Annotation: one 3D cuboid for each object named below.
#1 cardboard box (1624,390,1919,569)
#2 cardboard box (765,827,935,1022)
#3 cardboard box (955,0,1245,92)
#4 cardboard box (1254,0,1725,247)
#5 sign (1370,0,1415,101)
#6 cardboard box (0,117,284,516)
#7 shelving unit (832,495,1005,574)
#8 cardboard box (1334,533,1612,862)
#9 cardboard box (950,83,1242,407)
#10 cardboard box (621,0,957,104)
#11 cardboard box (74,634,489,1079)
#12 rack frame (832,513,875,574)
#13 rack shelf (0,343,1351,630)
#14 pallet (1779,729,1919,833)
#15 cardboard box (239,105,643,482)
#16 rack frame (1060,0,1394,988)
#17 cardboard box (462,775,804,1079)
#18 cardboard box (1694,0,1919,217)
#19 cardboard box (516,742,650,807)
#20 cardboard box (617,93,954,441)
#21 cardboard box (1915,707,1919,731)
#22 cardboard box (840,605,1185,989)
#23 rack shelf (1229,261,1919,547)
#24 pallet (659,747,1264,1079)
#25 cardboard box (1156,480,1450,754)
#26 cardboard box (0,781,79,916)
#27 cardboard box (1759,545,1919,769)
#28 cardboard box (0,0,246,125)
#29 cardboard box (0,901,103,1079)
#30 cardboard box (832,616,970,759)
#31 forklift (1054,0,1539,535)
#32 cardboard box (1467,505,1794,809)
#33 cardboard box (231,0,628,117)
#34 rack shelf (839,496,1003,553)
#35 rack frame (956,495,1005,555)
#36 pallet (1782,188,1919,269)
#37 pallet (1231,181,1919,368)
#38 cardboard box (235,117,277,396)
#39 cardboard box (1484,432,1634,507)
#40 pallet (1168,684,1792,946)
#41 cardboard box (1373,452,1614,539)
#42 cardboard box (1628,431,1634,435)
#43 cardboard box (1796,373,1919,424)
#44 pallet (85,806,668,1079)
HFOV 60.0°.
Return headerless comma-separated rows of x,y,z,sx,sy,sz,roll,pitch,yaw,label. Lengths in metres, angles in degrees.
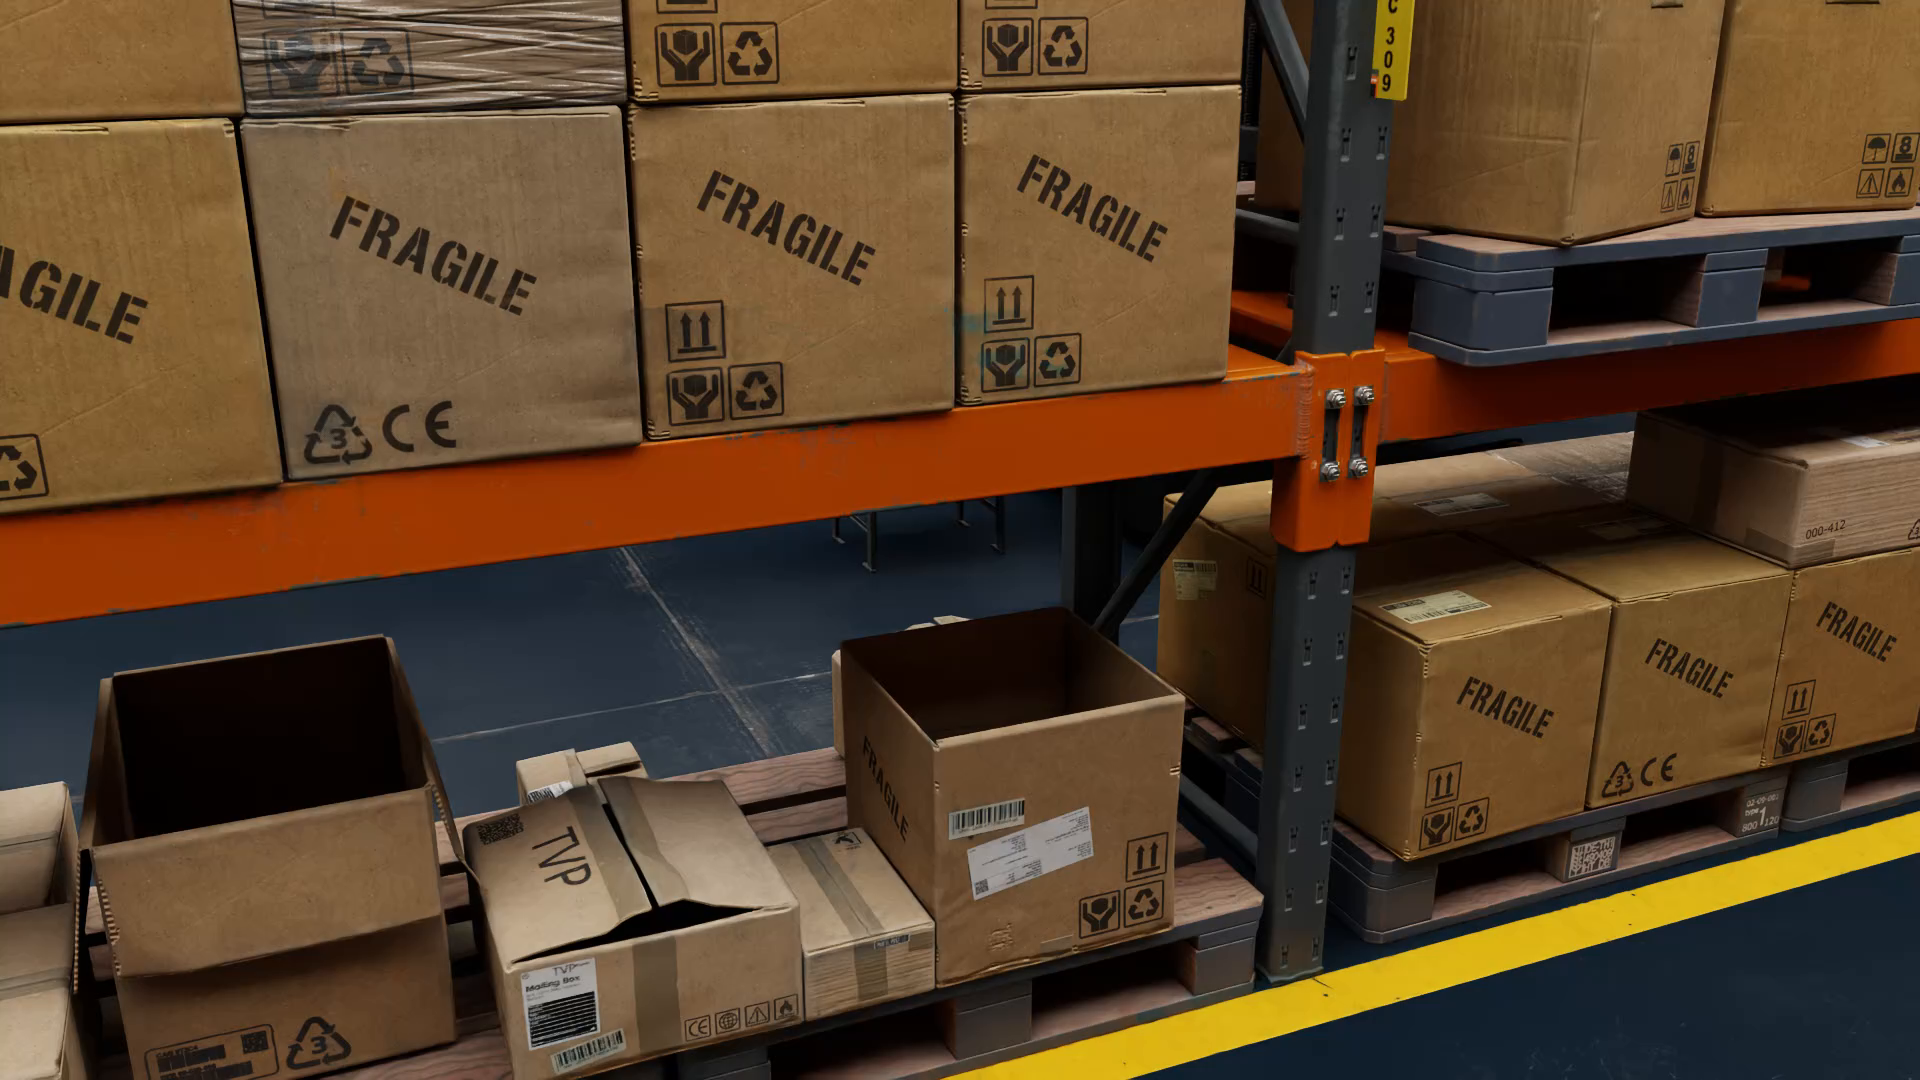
1.958,-0.159,3.929,0.500,0.250,0.500,-8,21,-22,cardboard box
-0.232,0.710,3.118,0.250,0.149,0.380,-8,21,-22,cardboard box
0.137,-1.029,2.773,0.500,0.500,0.500,-8,21,-22,cardboard box
1.023,-0.895,3.265,0.500,0.500,0.700,-17,26,-40,cardboard box
0.721,-0.900,2.758,0.005,0.325,0.100,-8,21,-22,sign
-1.269,-0.355,2.362,0.500,0.500,0.500,-8,21,-21,cardboard box
-0.152,-0.969,5.611,0.503,2.100,0.431,-8,21,-22,shelving unit
1.040,0.326,3.680,0.500,0.500,0.500,-9,21,-24,cardboard box
0.142,-0.559,2.943,0.500,0.500,0.500,-8,21,-21,cardboard box
-0.332,-0.961,2.579,0.500,0.500,0.500,-9,21,-23,cardboard box
-1.224,0.563,3.004,0.637,0.503,0.797,-8,21,-22,cardboard box
-0.376,-0.937,5.520,0.015,2.100,0.400,-8,21,-22,rack frame
-1.337,-0.054,2.741,4.000,0.370,1.077,-8,21,-22,rack shelf
2.353,0.379,4.628,1.213,0.211,1.003,-8,21,-22,pallet
-0.802,-0.423,2.555,0.500,0.500,0.500,-8,21,-21,cardboard box
0.499,-0.656,3.368,0.127,3.000,1.000,-8,21,-22,rack frame
-0.600,0.665,3.003,0.500,0.311,0.500,-8,21,-22,cardboard box
1.629,-1.005,3.577,0.500,0.500,0.700,-5,20,-13,cardboard box
-0.762,0.579,3.465,0.250,0.166,0.380,-8,21,-22,cardboard box
-0.331,-0.491,2.749,0.500,0.500,0.500,-8,21,-20,cardboard box
2.451,0.123,4.258,0.500,0.500,0.500,-9,21,-24,cardboard box
0.088,0.477,3.252,0.500,0.500,0.500,-8,21,-22,cardboard box
2.335,-0.580,4.235,4.000,0.370,1.077,-8,21,-22,rack shelf
-0.132,0.750,3.576,1.213,0.211,1.003,-8,21,-22,pallet
0.839,0.163,4.143,0.500,0.500,0.500,-8,21,-22,cardboard box
-1.888,0.697,3.003,0.500,0.250,0.500,-8,21,-22,cardboard box
1.987,0.189,4.069,0.500,0.500,0.500,-8,21,-21,cardboard box
-1.257,-0.829,2.204,0.500,0.500,0.500,-8,21,-22,cardboard box
-1.644,0.843,2.589,0.500,0.250,0.500,-8,21,-22,cardboard box
0.028,0.394,3.772,0.500,0.311,0.500,-8,21,-22,cardboard box
1.744,-1.716,6.483,3.031,2.935,1.130,-11,22,-28,forklift
1.525,0.253,3.889,0.500,0.500,0.500,-8,21,-21,cardboard box
-0.795,-0.895,2.391,0.500,0.500,0.500,-8,21,-21,cardboard box
-0.152,-0.295,5.848,0.480,0.518,0.431,-8,21,-22,rack shelf
0.072,-1.001,5.703,0.015,2.100,0.400,-8,21,-22,rack frame
2.388,-0.834,4.164,1.213,0.211,1.003,-8,21,-22,pallet
1.276,-0.637,3.604,1.213,0.211,1.003,-8,21,-22,pallet
-1.472,-0.518,2.827,0.500,0.500,0.500,-8,21,-23,cardboard box
1.757,0.035,4.508,0.500,0.500,0.500,-8,21,-21,cardboard box
1.231,0.541,4.168,1.213,0.211,1.003,-8,21,-22,pallet
1.296,0.101,4.321,0.500,0.500,0.500,-8,21,-22,cardboard box
2.223,-0.033,4.699,0.500,0.500,0.500,-9,21,-24,cardboard box
2.418,-0.225,4.117,0.500,0.250,0.500,-9,21,-23,cardboard box
-1.254,0.911,3.116,1.213,0.211,1.003,-8,21,-22,pallet
